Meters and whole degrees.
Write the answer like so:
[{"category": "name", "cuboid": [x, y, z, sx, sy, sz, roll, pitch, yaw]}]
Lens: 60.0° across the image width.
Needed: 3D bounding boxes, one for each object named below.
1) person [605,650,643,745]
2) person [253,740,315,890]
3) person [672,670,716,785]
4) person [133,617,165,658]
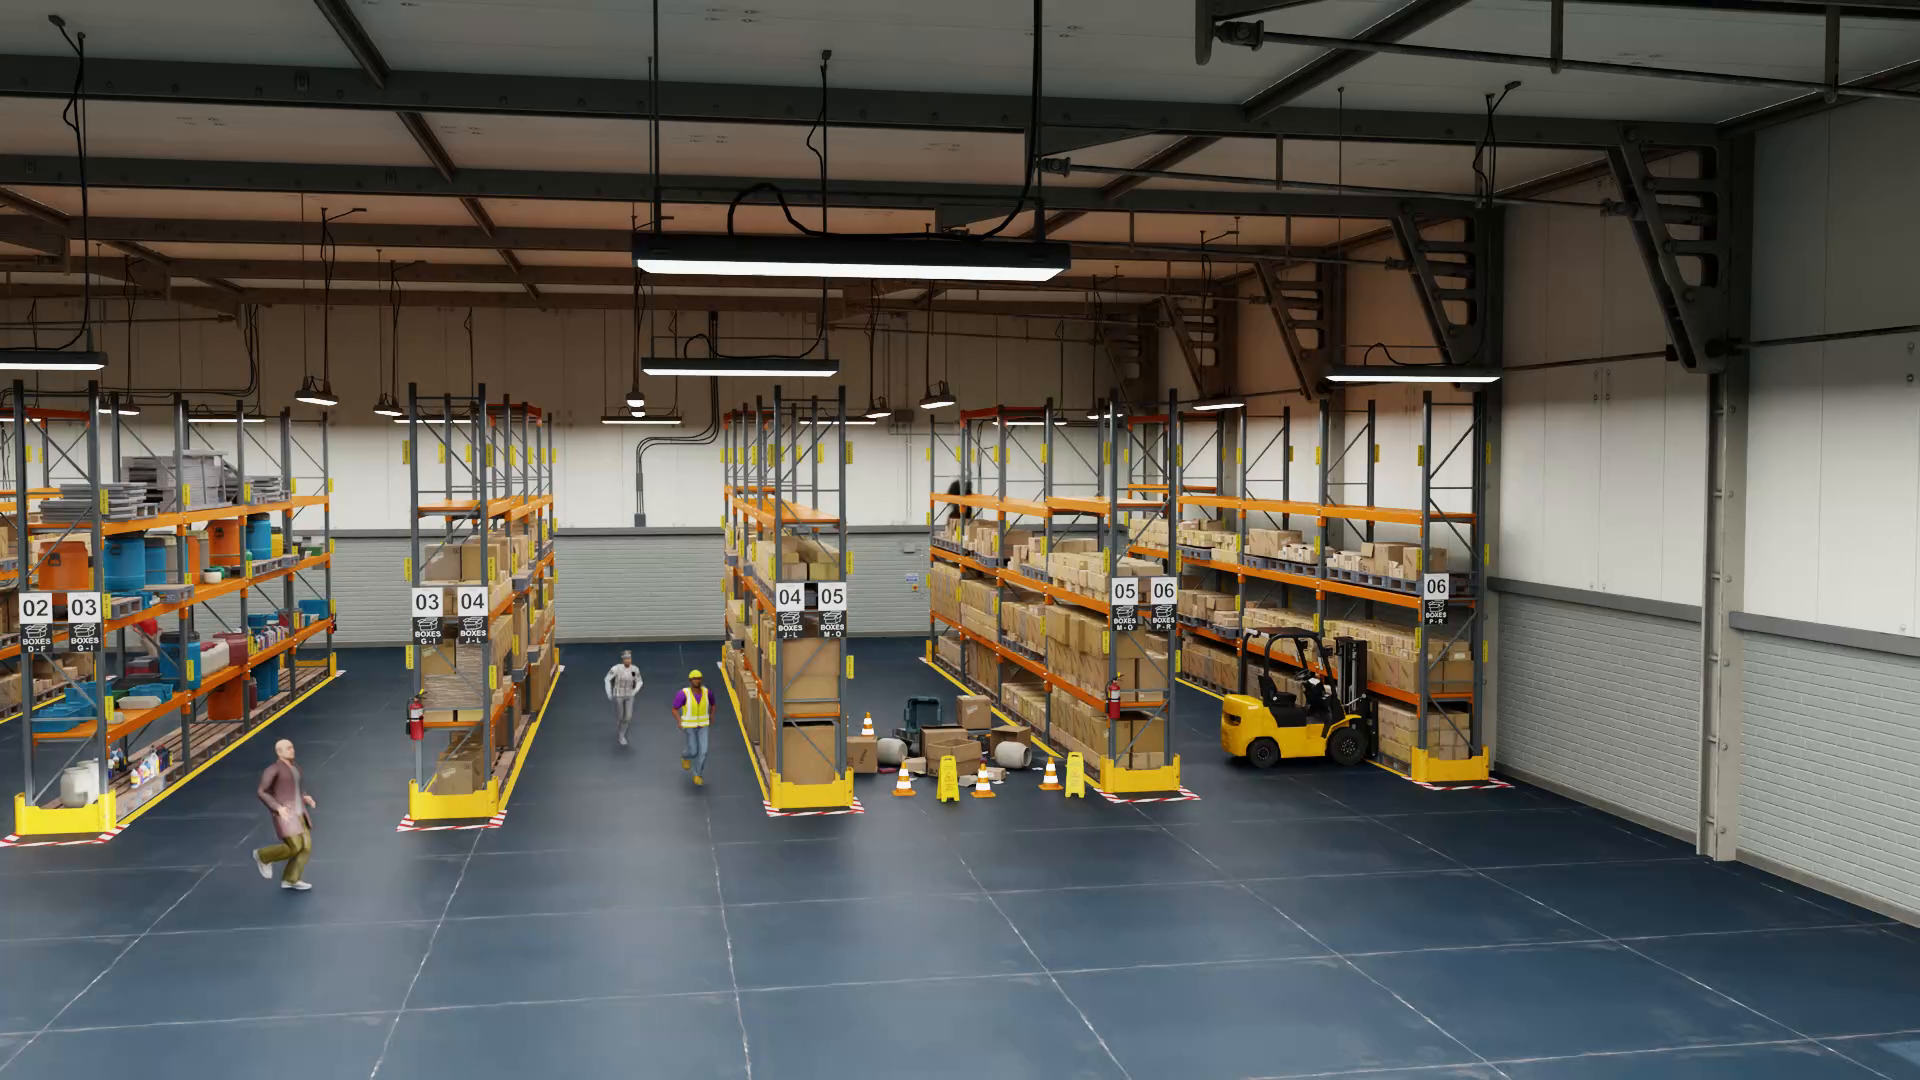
[{"category": "person", "cuboid": [-5.870, 2.731, 29.047, 0.648, 1.654, 0.665, -1, 3, -19]}, {"category": "person", "cuboid": [-7.807, 3.166, 19.211, 0.663, 1.736, 0.710, 1, 3, 13]}, {"category": "person", "cuboid": [-4.067, 2.858, 25.566, 0.710, 1.737, 0.654, -1, 3, -25]}, {"category": "person", "cuboid": [-18.524, 2.261, 37.980, 0.578, 1.650, 0.670, 1, 3, 10]}]
